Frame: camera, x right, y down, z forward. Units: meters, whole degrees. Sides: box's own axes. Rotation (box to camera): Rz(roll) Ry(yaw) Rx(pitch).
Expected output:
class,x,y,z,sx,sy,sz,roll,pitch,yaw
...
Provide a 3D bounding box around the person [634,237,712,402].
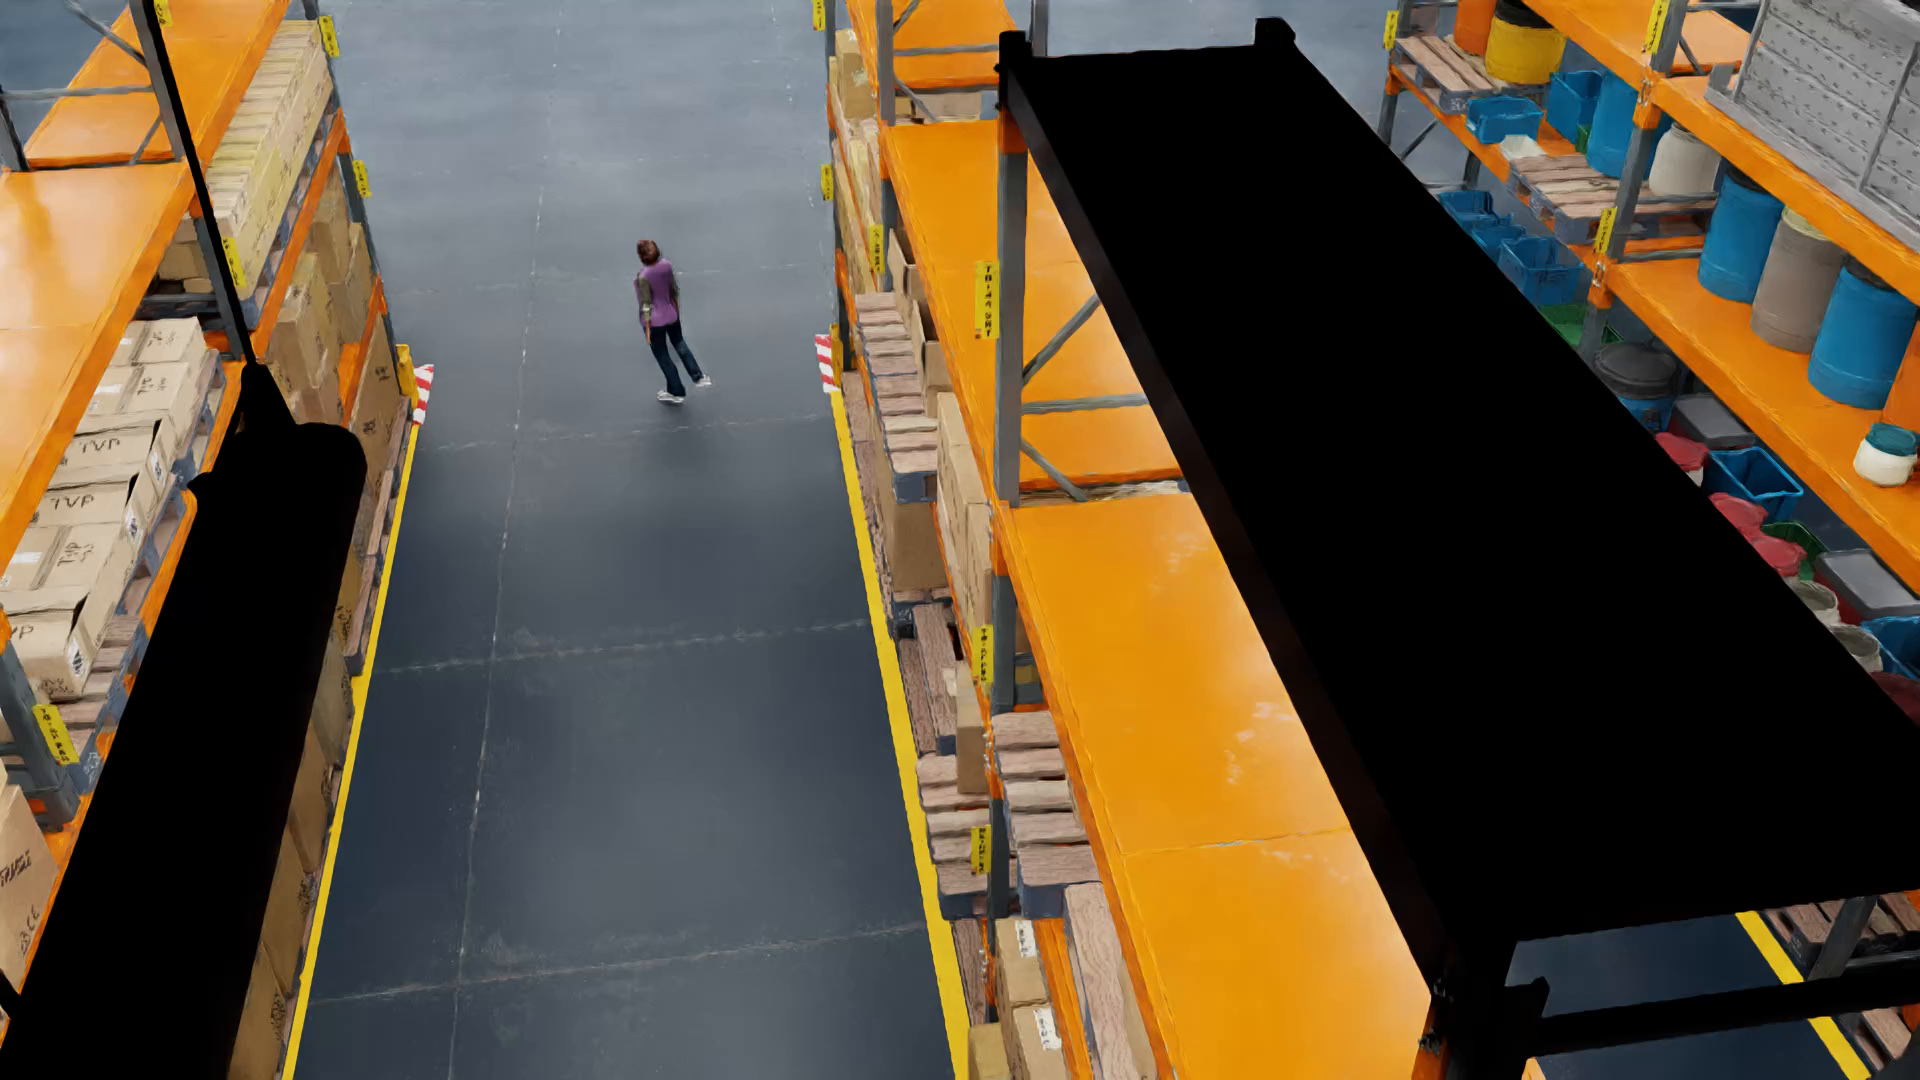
class,x,y,z,sx,sy,sz,roll,pitch,yaw
person,-2.566,-1.959,14.773,0.462,1.586,0.571,26,43,30
